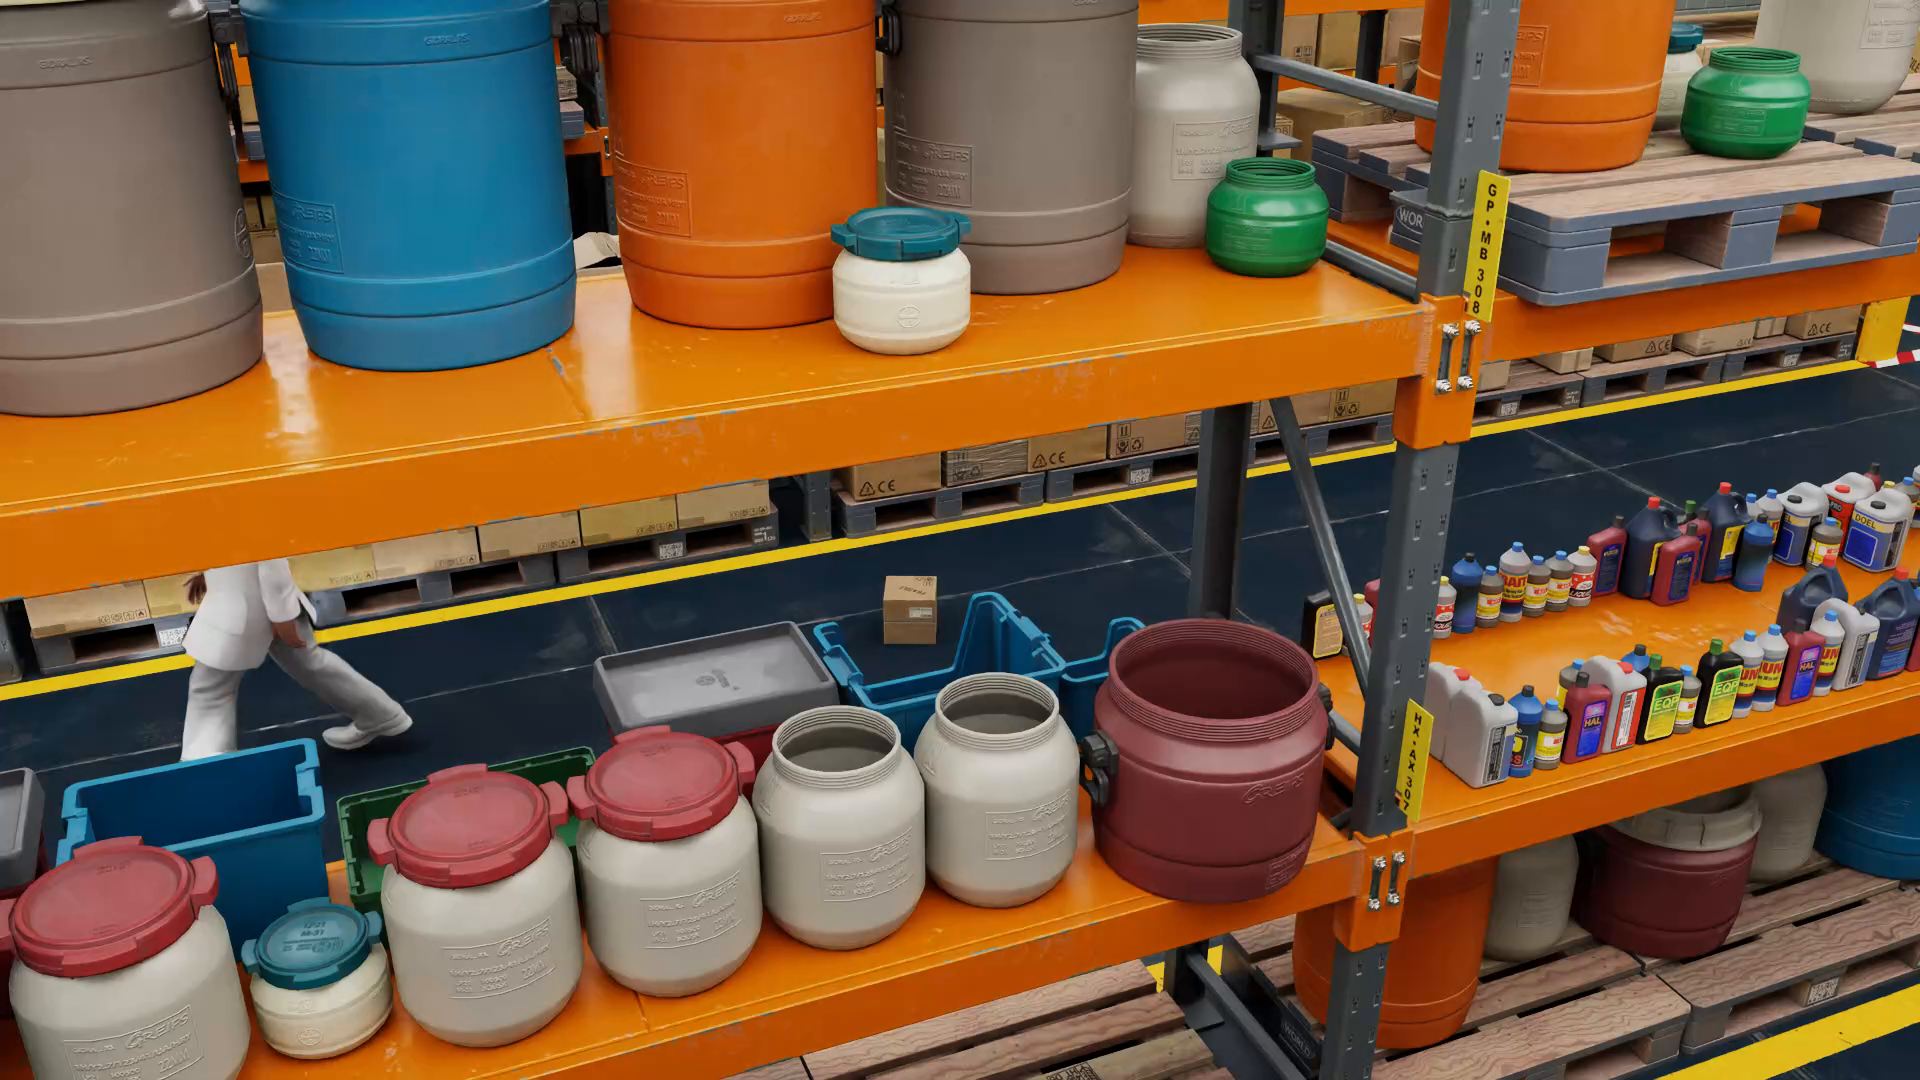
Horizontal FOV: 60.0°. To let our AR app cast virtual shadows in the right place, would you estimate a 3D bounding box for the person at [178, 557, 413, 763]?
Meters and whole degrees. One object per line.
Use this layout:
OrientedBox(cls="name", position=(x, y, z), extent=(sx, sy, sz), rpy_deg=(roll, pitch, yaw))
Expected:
OrientedBox(cls="person", position=(-2.881, 0.211, 6.690), extent=(1.102, 1.731, 0.573), rpy_deg=(-8, 27, -16))
